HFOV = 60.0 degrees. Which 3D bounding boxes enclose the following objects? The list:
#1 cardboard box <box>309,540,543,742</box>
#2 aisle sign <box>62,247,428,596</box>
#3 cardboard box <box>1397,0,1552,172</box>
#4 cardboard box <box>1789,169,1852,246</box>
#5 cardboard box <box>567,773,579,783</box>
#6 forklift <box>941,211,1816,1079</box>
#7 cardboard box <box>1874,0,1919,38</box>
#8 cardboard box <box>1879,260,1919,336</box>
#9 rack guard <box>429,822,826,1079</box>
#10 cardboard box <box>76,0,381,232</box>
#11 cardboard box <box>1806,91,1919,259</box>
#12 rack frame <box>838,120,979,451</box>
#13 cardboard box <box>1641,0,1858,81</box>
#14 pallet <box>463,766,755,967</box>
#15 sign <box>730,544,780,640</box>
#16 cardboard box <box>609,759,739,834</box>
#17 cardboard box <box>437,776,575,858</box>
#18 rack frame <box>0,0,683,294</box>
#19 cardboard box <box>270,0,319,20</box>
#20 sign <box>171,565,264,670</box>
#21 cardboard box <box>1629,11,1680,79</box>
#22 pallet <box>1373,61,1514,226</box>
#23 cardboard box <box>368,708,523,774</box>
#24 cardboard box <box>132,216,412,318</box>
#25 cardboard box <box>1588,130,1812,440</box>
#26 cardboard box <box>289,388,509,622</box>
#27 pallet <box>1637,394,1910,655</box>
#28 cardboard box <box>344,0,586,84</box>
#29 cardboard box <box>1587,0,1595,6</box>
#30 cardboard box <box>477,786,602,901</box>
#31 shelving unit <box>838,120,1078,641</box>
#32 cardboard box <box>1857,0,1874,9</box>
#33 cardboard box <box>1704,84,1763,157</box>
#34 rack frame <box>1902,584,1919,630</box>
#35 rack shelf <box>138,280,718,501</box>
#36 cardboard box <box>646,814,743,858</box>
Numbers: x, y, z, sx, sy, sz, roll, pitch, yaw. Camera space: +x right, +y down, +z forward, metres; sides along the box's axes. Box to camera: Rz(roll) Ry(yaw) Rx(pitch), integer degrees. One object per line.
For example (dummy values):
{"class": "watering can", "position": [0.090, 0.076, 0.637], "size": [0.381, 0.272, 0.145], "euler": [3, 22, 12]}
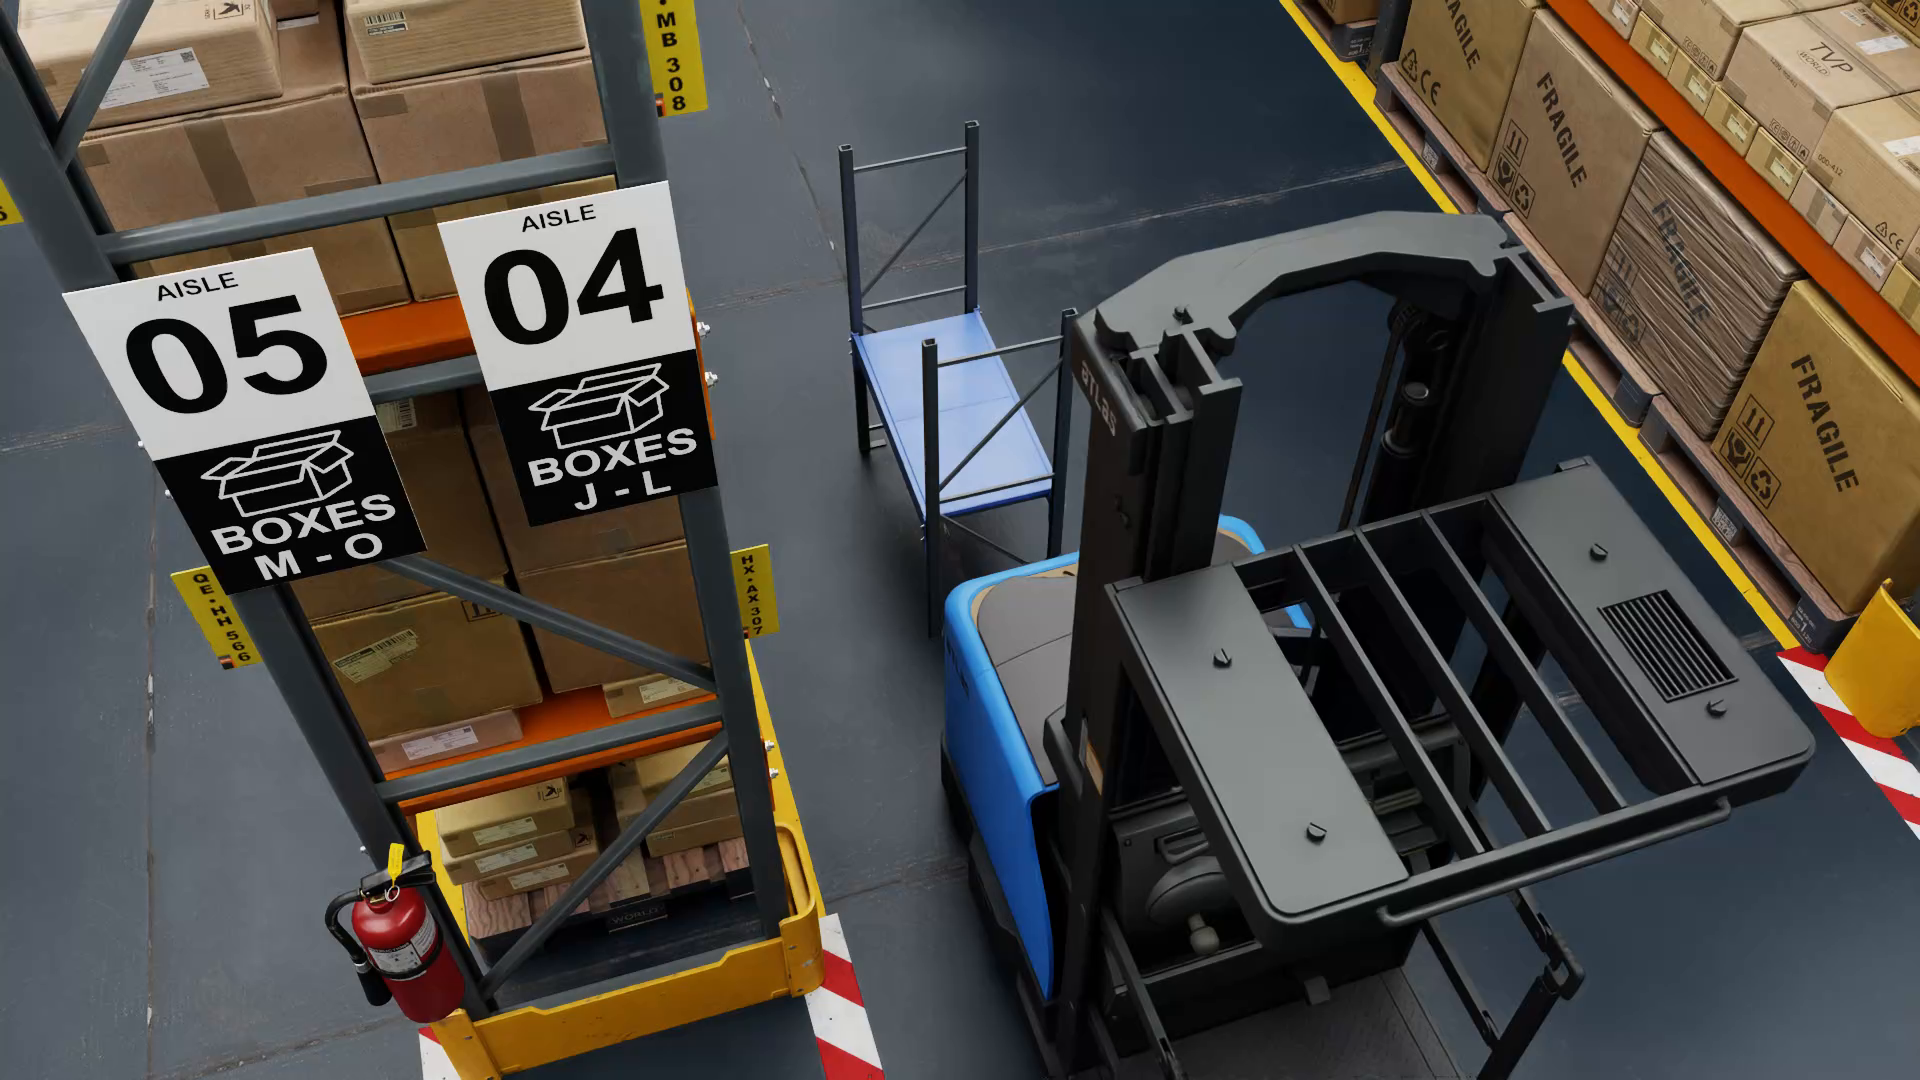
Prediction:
{"class": "cardboard box", "position": [-1.382, 0.130, 4.208], "size": [0.500, 0.500, 0.500], "euler": [-12, 51, -10]}
{"class": "aisle sign", "position": [-1.269, -0.189, 3.037], "size": [0.394, 0.787, 0.004], "euler": [-13, 51, -11]}
{"class": "cardboard box", "position": [2.700, -2.392, 7.709], "size": [0.875, 0.875, 0.875], "euler": [-13, 51, -11]}
{"class": "cardboard box", "position": [3.120, -1.181, 5.738], "size": [0.380, 0.149, 0.250], "euler": [-13, 51, -10]}
{"class": "cardboard box", "position": [-1.458, 0.692, 5.390], "size": [0.380, 0.149, 0.250], "euler": [-14, 51, -12]}
{"class": "forklift", "position": [0.887, 0.839, 3.915], "size": [1.130, 2.935, 3.031], "euler": [-14, 51, -12]}
{"class": "cardboard box", "position": [3.574, -1.963, 5.646], "size": [0.500, 0.500, 0.500], "euler": [-15, 51, -12]}
{"class": "cardboard box", "position": [3.266, -0.814, 5.428], "size": [0.380, 0.149, 0.250], "euler": [-13, 51, -11]}
{"class": "rack guard", "position": [-1.026, 1.278, 5.135], "size": [1.175, 0.500, 0.348], "euler": [-13, 51, -11]}
{"class": "cardboard box", "position": [-1.383, -0.831, 3.087], "size": [0.500, 0.250, 0.500], "euler": [-15, 51, -12]}
{"class": "cardboard box", "position": [3.218, -1.232, 5.520], "size": [0.500, 0.250, 0.500], "euler": [-14, 51, -12]}
{"class": "rack frame", "position": [-0.176, -0.917, 6.332], "size": [0.500, 1.500, 0.032], "euler": [-13, 51, -11]}
{"class": "cardboard box", "position": [2.909, -1.983, 6.153], "size": [0.500, 0.250, 0.500], "euler": [-13, 51, -11]}
{"class": "pallet", "position": [-1.232, 0.770, 5.753], "size": [1.003, 0.211, 1.213], "euler": [-13, 51, -11]}
{"class": "sign", "position": [-0.485, 0.126, 3.905], "size": [0.100, 0.325, 0.005], "euler": [-13, 51, -11]}
{"class": "cardboard box", "position": [-0.913, 0.775, 5.320], "size": [0.380, 0.149, 0.250], "euler": [-11, 51, -9]}
{"class": "cardboard box", "position": [-1.402, 0.790, 5.112], "size": [0.380, 0.149, 0.250], "euler": [-13, 51, -11]}
{"class": "rack frame", "position": [-1.004, -1.406, 1.839], "size": [1.000, 3.000, 0.127], "euler": [-13, 51, -11]}
{"class": "cardboard box", "position": [-1.382, -1.054, 3.015], "size": [0.380, 0.149, 0.250], "euler": [-13, 51, -10]}
{"class": "sign", "position": [-1.540, 0.164, 3.476], "size": [0.100, 0.325, 0.005], "euler": [-13, 51, -11]}
{"class": "cardboard box", "position": [2.814, -1.931, 6.370], "size": [0.380, 0.149, 0.250], "euler": [-15, 51, -12]}
{"class": "pallet", "position": [2.732, -1.969, 8.062], "size": [1.003, 0.211, 1.213], "euler": [-13, 51, -11]}
{"class": "cardboard box", "position": [-1.370, 0.435, 4.376], "size": [0.380, 0.149, 0.250], "euler": [-13, 51, -11]}
{"class": "cardboard box", "position": [-1.391, -0.663, 3.273], "size": [0.500, 0.250, 0.500], "euler": [-14, 51, -12]}
{"class": "cardboard box", "position": [3.230, -1.084, 6.607], "size": [0.875, 0.875, 0.875], "euler": [-13, 51, -11]}
{"class": "cardboard box", "position": [-1.377, -0.200, 3.833], "size": [0.500, 0.500, 0.500], "euler": [-14, 51, -12]}
{"class": "pallet", "position": [3.453, -0.187, 6.560], "size": [1.003, 0.211, 1.213], "euler": [-13, 51, -11]}
{"class": "cardboard box", "position": [-0.882, -0.968, 2.943], "size": [0.380, 0.149, 0.250], "euler": [-14, 51, -11]}
{"class": "cardboard box", "position": [2.663, -2.306, 6.686], "size": [0.380, 0.149, 0.250], "euler": [-14, 51, -11]}
{"class": "cardboard box", "position": [-1.358, 0.974, 5.347], "size": [0.380, 0.149, 0.250], "euler": [-13, 51, -10]}
{"class": "shelving unit", "position": [-0.025, -0.546, 6.019], "size": [0.538, 1.500, 1.048], "euler": [-13, 51, -11]}
{"class": "cardboard box", "position": [3.416, -2.105, 6.256], "size": [0.500, 0.250, 0.500], "euler": [-14, 51, -12]}
{"class": "cardboard box", "position": [2.964, -1.559, 6.057], "size": [0.380, 0.149, 0.250], "euler": [-13, 51, -11]}
{"class": "rack frame", "position": [3.764, -0.520, 5.016], "size": [1.000, 3.000, 0.127], "euler": [-13, 51, -11]}
{"class": "rack shelf", "position": [-1.595, -1.668, 4.492], "size": [1.077, 0.370, 4.000], "euler": [-13, 51, -11]}
{"class": "cardboard box", "position": [-0.853, 0.856, 5.446], "size": [0.380, 0.149, 0.250], "euler": [-12, 51, -10]}
